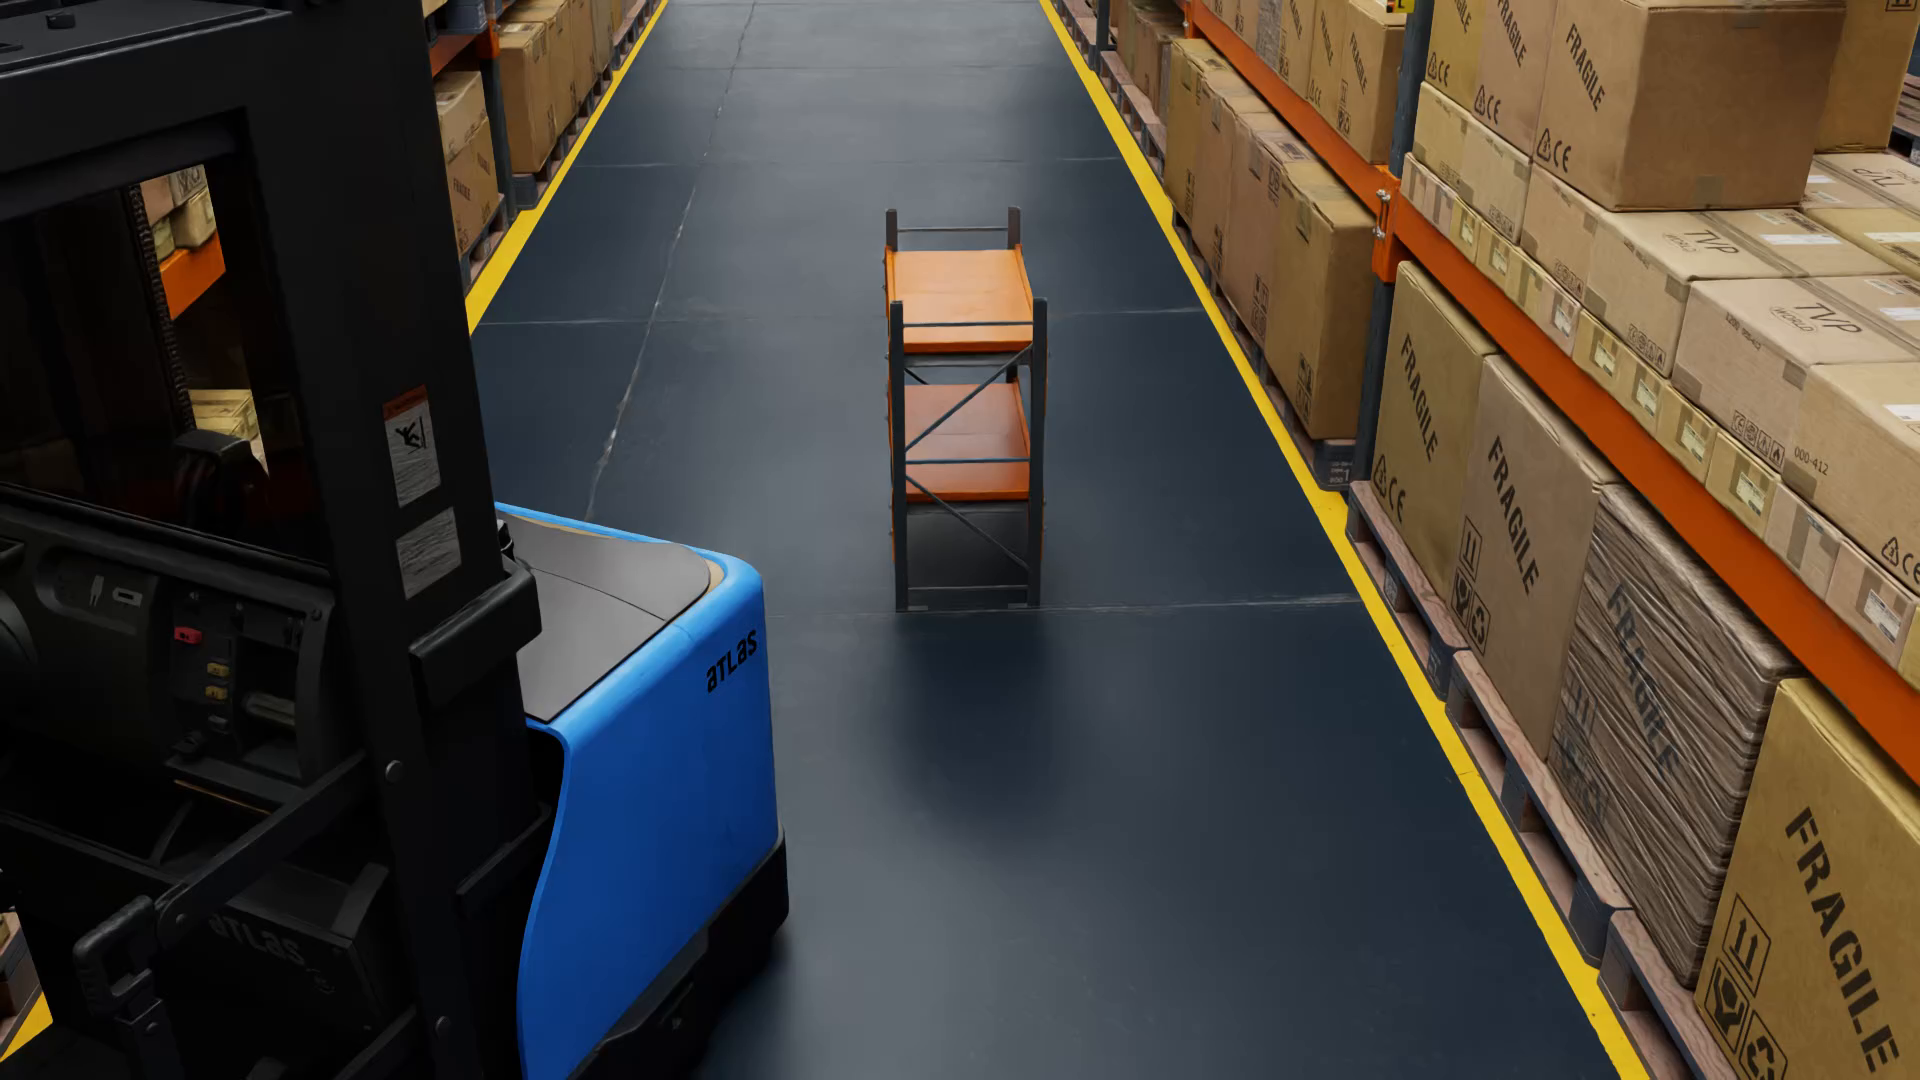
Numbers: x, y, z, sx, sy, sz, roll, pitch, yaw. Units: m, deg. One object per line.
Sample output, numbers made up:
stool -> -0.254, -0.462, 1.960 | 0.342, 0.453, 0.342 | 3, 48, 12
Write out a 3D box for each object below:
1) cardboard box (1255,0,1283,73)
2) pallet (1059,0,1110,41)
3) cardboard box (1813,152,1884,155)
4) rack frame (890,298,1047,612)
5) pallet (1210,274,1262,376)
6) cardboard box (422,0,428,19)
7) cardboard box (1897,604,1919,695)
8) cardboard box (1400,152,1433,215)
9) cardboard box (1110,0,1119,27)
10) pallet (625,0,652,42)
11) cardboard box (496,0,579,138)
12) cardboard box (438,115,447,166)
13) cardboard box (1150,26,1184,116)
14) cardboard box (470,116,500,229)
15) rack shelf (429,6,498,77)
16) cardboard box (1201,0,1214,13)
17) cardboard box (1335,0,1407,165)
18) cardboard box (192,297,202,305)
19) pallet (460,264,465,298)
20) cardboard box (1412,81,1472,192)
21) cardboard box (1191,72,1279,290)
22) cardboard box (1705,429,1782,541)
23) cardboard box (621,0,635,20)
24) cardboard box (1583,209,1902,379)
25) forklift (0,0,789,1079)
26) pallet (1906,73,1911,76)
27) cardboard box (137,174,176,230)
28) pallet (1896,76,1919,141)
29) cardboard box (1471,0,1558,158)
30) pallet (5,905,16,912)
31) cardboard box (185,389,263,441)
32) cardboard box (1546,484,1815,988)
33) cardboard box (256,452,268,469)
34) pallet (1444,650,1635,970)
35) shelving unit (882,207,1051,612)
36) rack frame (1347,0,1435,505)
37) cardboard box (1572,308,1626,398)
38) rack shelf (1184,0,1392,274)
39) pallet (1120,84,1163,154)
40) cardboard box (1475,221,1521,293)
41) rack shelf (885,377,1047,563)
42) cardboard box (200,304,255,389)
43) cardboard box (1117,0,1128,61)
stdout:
cardboard box -> 1.650, -2.410, 7.519 | 0.500, 0.500, 0.500 | -1, 28, -2
pallet -> 1.467, -4.787, 15.200 | 1.003, 0.211, 1.213 | -1, 28, -3
cardboard box -> 2.336, -1.084, 4.925 | 0.500, 0.250, 0.500 | -1, 28, -1
rack frame -> 0.027, -0.261, 5.534 | 0.500, 1.125, 0.032 | -1, 28, -3
pallet -> 1.839, -1.138, 8.203 | 1.003, 0.211, 1.213 | -1, 28, -3
cardboard box -> -2.582, -2.369, 7.366 | 0.380, 0.149, 0.250 | -3, 28, -5
cardboard box -> 1.868, 0.227, 2.842 | 0.380, 0.149, 0.250 | -1, 28, -2
cardboard box -> 1.705, -1.199, 5.577 | 0.380, 0.149, 0.250 | -1, 28, -3
cardboard box -> 1.586, -4.677, 14.223 | 0.500, 0.500, 0.500 | 7, 28, 14
pallet -> -3.383, -4.758, 15.144 | 1.003, 0.211, 1.213 | -1, 28, -3
cardboard box -> -3.137, -3.105, 10.938 | 1.050, 0.750, 0.750 | -1, 28, -2
cardboard box -> -2.800, -1.862, 8.014 | 0.500, 0.250, 0.500 | -1, 28, -1
cardboard box -> 1.680, -3.215, 11.398 | 0.700, 0.500, 0.500 | 1, 28, 2
cardboard box -> -2.850, -2.009, 9.108 | 0.500, 0.500, 0.500 | -2, 28, -3
rack shelf -> -3.041, -1.986, 7.593 | 1.077, 0.370, 4.000 | -1, 28, -3
cardboard box -> 1.567, -3.115, 8.871 | 0.500, 0.500, 0.500 | -1, 28, -1
cardboard box -> 1.725, -1.709, 6.174 | 0.500, 0.500, 0.500 | -1, 28, -2
cardboard box -> -3.228, -1.130, 6.611 | 0.500, 0.250, 0.500 | -2, 28, -4
pallet -> -3.046, -1.070, 8.073 | 1.003, 0.211, 1.213 | -1, 28, -3
cardboard box -> 1.785, -1.297, 5.333 | 0.500, 0.250, 0.500 | -2, 28, -4
cardboard box -> 1.867, -1.815, 8.330 | 1.225, 0.875, 0.875 | -1, 28, -2
cardboard box -> 1.828, -0.124, 3.516 | 0.380, 0.149, 0.250 | -2, 28, -4
cardboard box -> -3.368, -5.029, 14.491 | 0.875, 0.875, 0.875 | -1, 28, -2
cardboard box -> 1.856, -0.600, 3.997 | 0.500, 0.250, 0.500 | -1, 28, -3
forklift -> -1.512, 0.227, 2.646 | 1.130, 2.935, 3.031 | 12, 30, 22
pallet -> 6.630, -3.671, 13.060 | 1.003, 0.211, 1.213 | -1, 28, -3
cardboard box -> -2.603, -1.102, 4.689 | 0.500, 0.500, 0.500 | -2, 28, -4
pallet -> 6.697, -3.106, 11.977 | 1.003, 0.211, 1.213 | -1, 28, -3
cardboard box -> 1.809, -1.398, 4.716 | 0.500, 0.500, 0.500 | -1, 28, -3
pallet -> -2.800, 0.729, 4.625 | 1.003, 0.211, 1.213 | -1, 28, -3
cardboard box -> -2.658, -0.410, 5.777 | 0.380, 0.149, 0.250 | -1, 28, -1
cardboard box -> 2.070, 0.434, 4.017 | 0.875, 0.875, 0.875 | -1, 28, -3
cardboard box -> -2.576, -0.173, 5.646 | 0.380, 0.149, 0.250 | -3, 28, -5
pallet -> 2.050, 0.699, 4.681 | 1.003, 0.211, 1.213 | -1, 28, -3
shelving unit -> 0.000, -0.496, 5.984 | 0.538, 1.125, 1.048 | -1, 28, -3
rack frame -> 2.022, -1.455, 5.796 | 1.000, 3.000, 0.127 | -1, 28, -3
cardboard box -> 1.788, -0.479, 4.196 | 0.380, 0.149, 0.250 | -2, 28, -4
rack shelf -> 1.917, -2.059, 7.733 | 1.077, 0.370, 4.000 | -1, 28, -3
pallet -> 1.713, -2.989, 11.752 | 1.003, 0.211, 1.213 | -1, 28, -3
cardboard box -> 1.749, -0.834, 4.878 | 0.380, 0.149, 0.250 | -2, 28, -4
rack shelf -> 0.000, -0.279, 6.097 | 0.538, 0.278, 1.000 | -1, 28, -3
cardboard box -> -2.710, -0.807, 6.803 | 0.500, 0.500, 0.500 | 0, 28, -1
cardboard box -> 1.615, -3.952, 12.811 | 0.700, 0.500, 0.500 | -3, 28, -7
